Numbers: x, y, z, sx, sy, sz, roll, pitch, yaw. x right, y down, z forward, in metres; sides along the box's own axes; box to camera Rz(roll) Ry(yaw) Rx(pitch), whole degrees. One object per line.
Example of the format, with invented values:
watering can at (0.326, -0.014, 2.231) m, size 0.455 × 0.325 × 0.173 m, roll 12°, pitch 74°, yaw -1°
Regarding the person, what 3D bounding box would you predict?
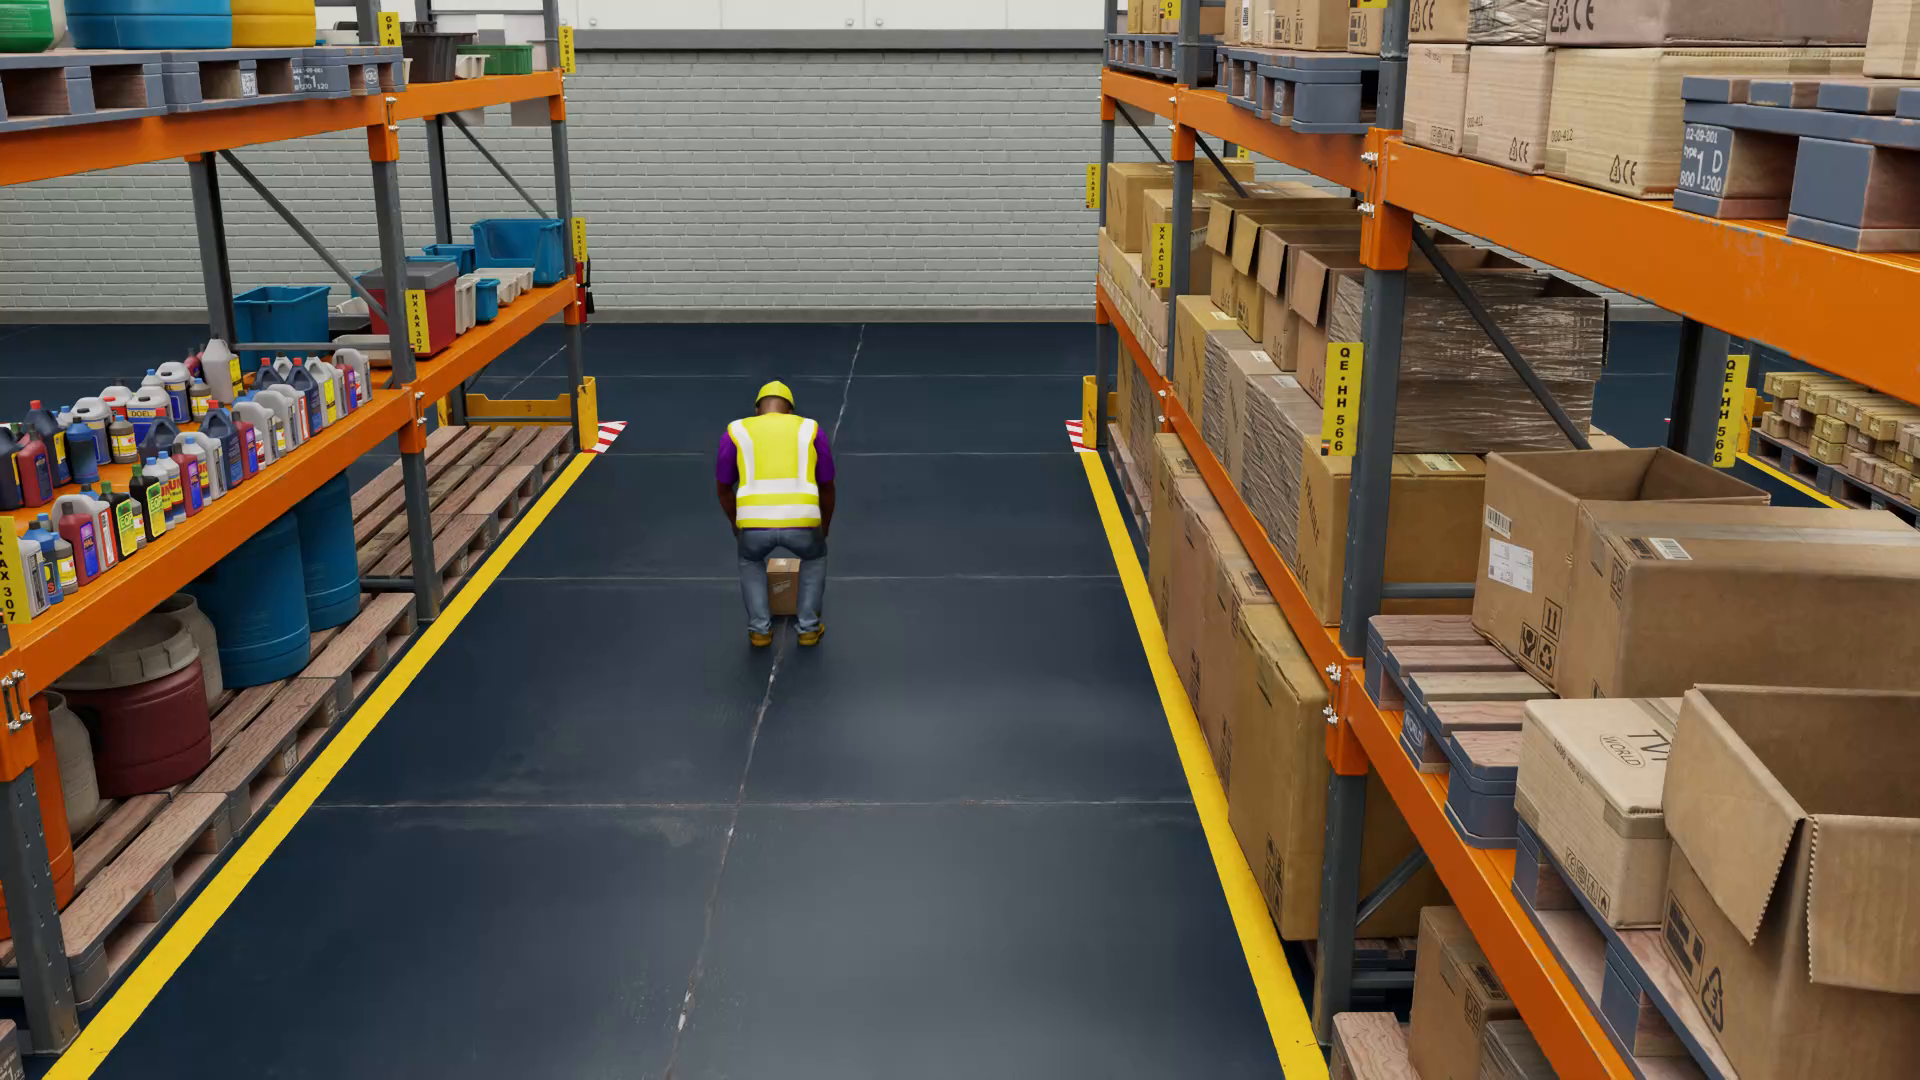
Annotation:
person at (-0.971, -0.131, 8.709) m, size 0.629 × 1.313 × 0.805 m, roll 0°, pitch 17°, yaw -1°
